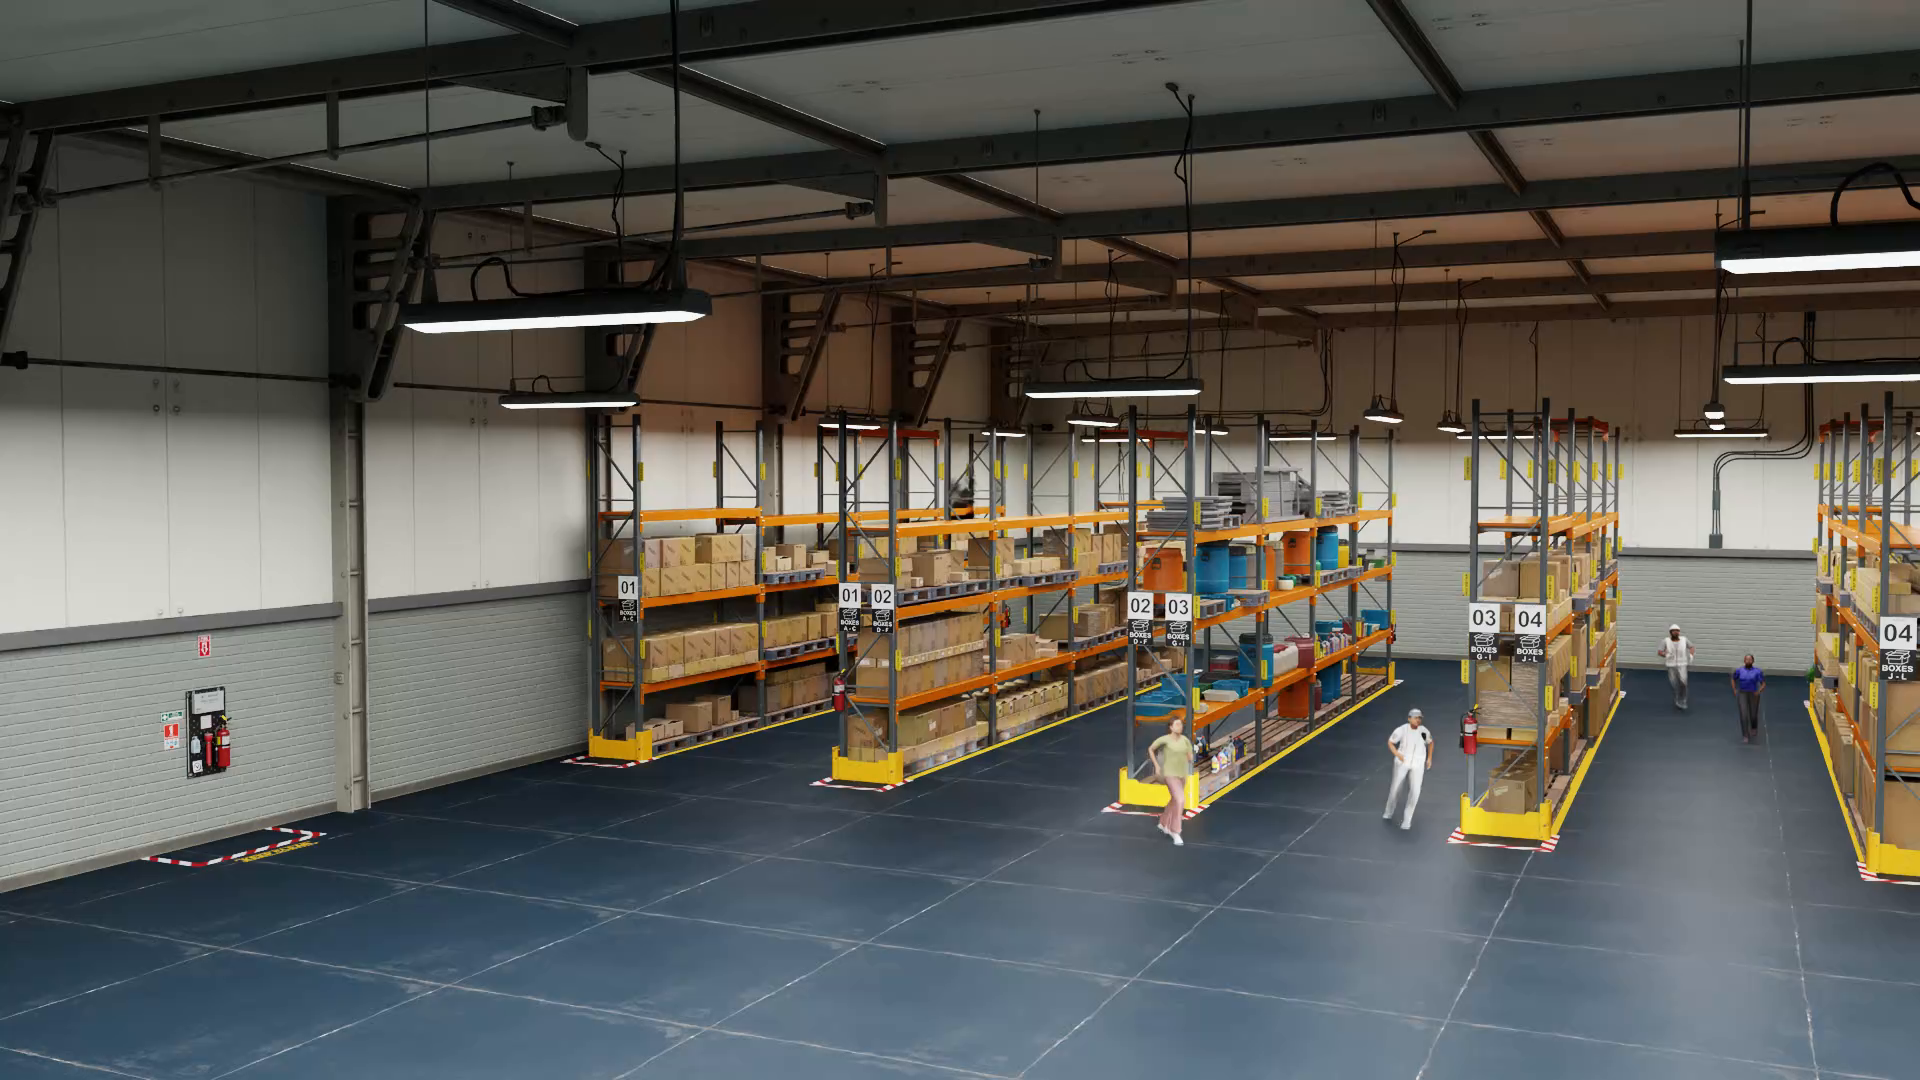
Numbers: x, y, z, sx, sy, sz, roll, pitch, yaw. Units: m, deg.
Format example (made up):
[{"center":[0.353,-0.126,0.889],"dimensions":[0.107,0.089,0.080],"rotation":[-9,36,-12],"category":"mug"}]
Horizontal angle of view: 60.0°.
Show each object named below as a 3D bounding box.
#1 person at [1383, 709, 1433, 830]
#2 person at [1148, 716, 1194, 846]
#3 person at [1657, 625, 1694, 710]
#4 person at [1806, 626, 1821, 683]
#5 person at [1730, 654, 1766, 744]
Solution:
[{"center":[6.363,3.228,23.543],"dimensions":[0.695,1.693,0.696],"rotation":[0,2,8],"category":"person"},{"center":[2.899,3.236,22.531],"dimensions":[0.549,1.717,0.728],"rotation":[-1,3,-32],"category":"person"},{"center":[15.082,2.683,35.055],"dimensions":[0.708,1.804,0.626],"rotation":[1,3,22],"category":"person"},{"center":[18.957,2.667,36.553],"dimensions":[0.520,1.702,0.943],"rotation":[2,3,42],"category":"person"},{"center":[14.601,2.925,30.826],"dimensions":[0.598,1.641,0.671],"rotation":[1,3,29],"category":"person"}]
